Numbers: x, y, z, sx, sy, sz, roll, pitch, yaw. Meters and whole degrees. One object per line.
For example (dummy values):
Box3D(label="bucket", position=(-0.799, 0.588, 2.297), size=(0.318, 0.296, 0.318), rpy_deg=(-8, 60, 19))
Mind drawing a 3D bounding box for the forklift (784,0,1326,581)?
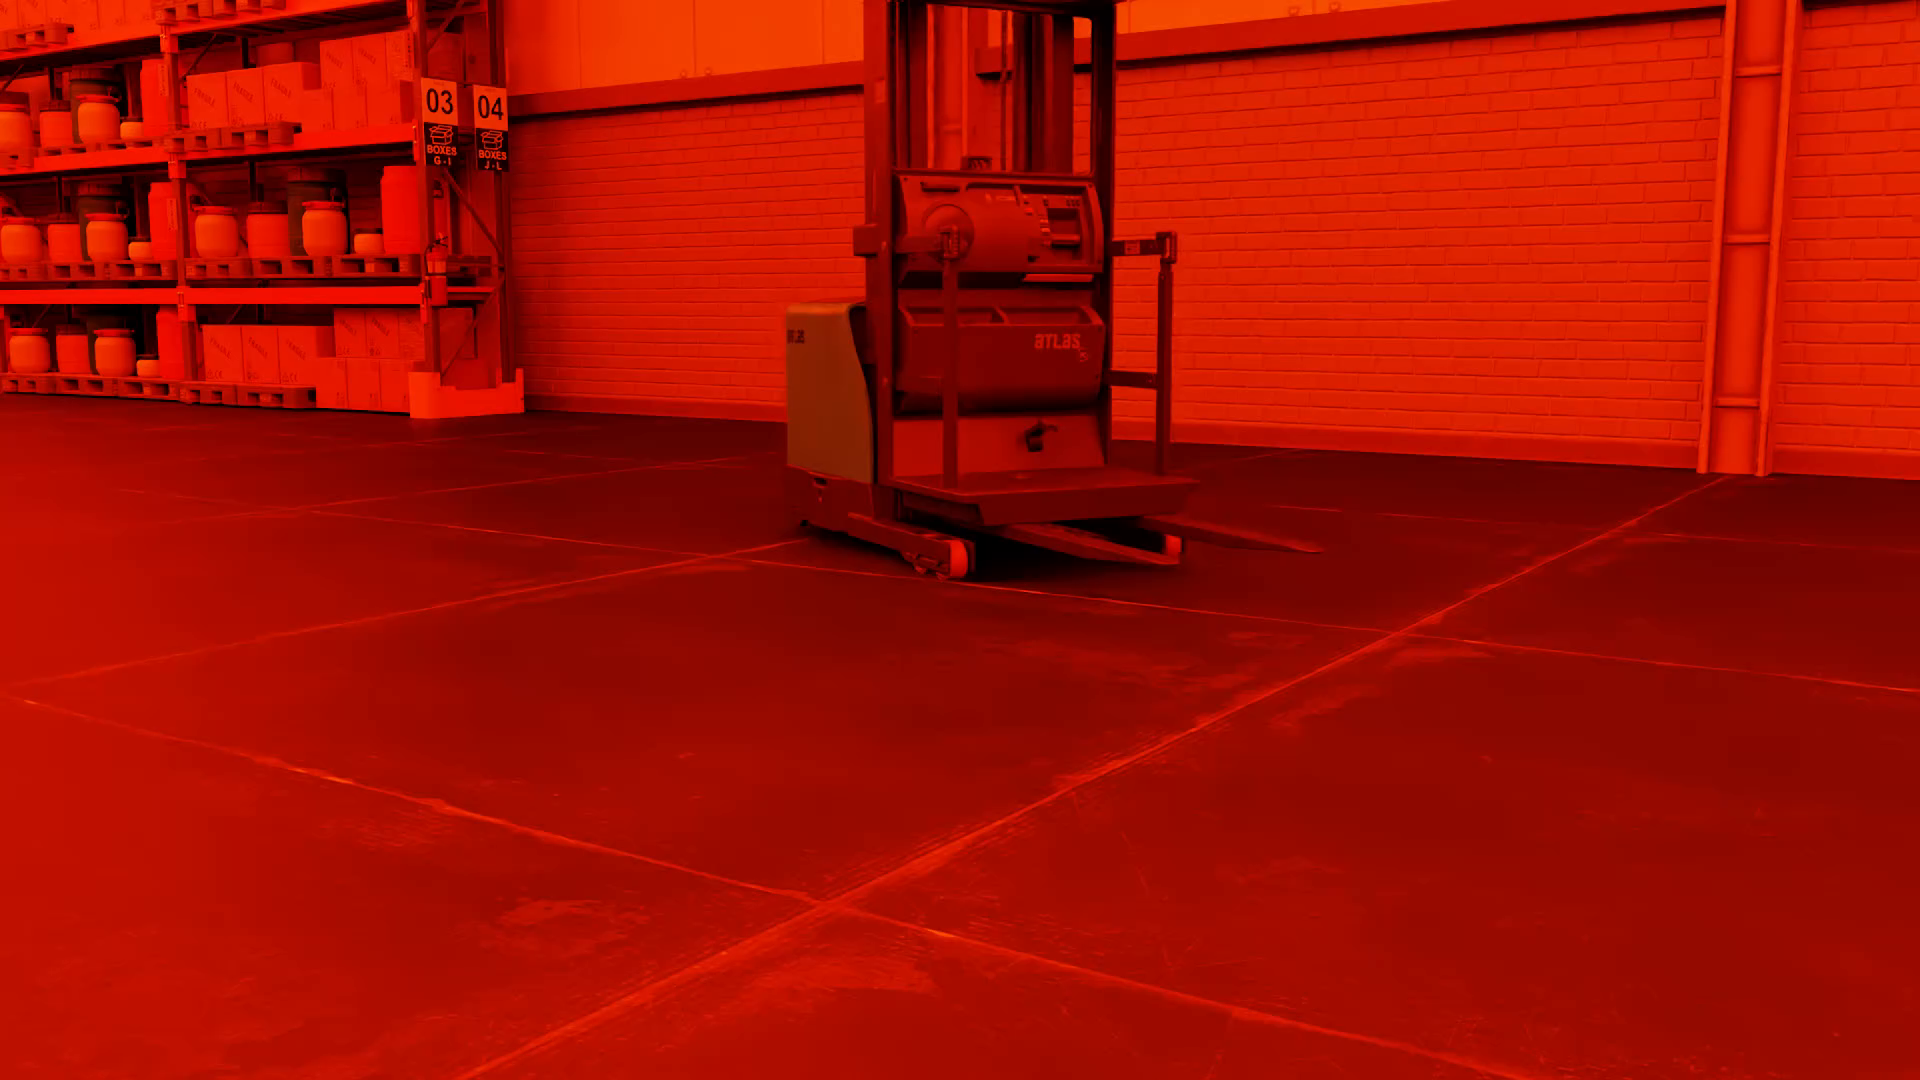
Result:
Box3D(label="forklift", position=(0.280, -1.361, 6.763), size=(1.130, 2.935, 3.031), rpy_deg=(-4, 9, -27))
